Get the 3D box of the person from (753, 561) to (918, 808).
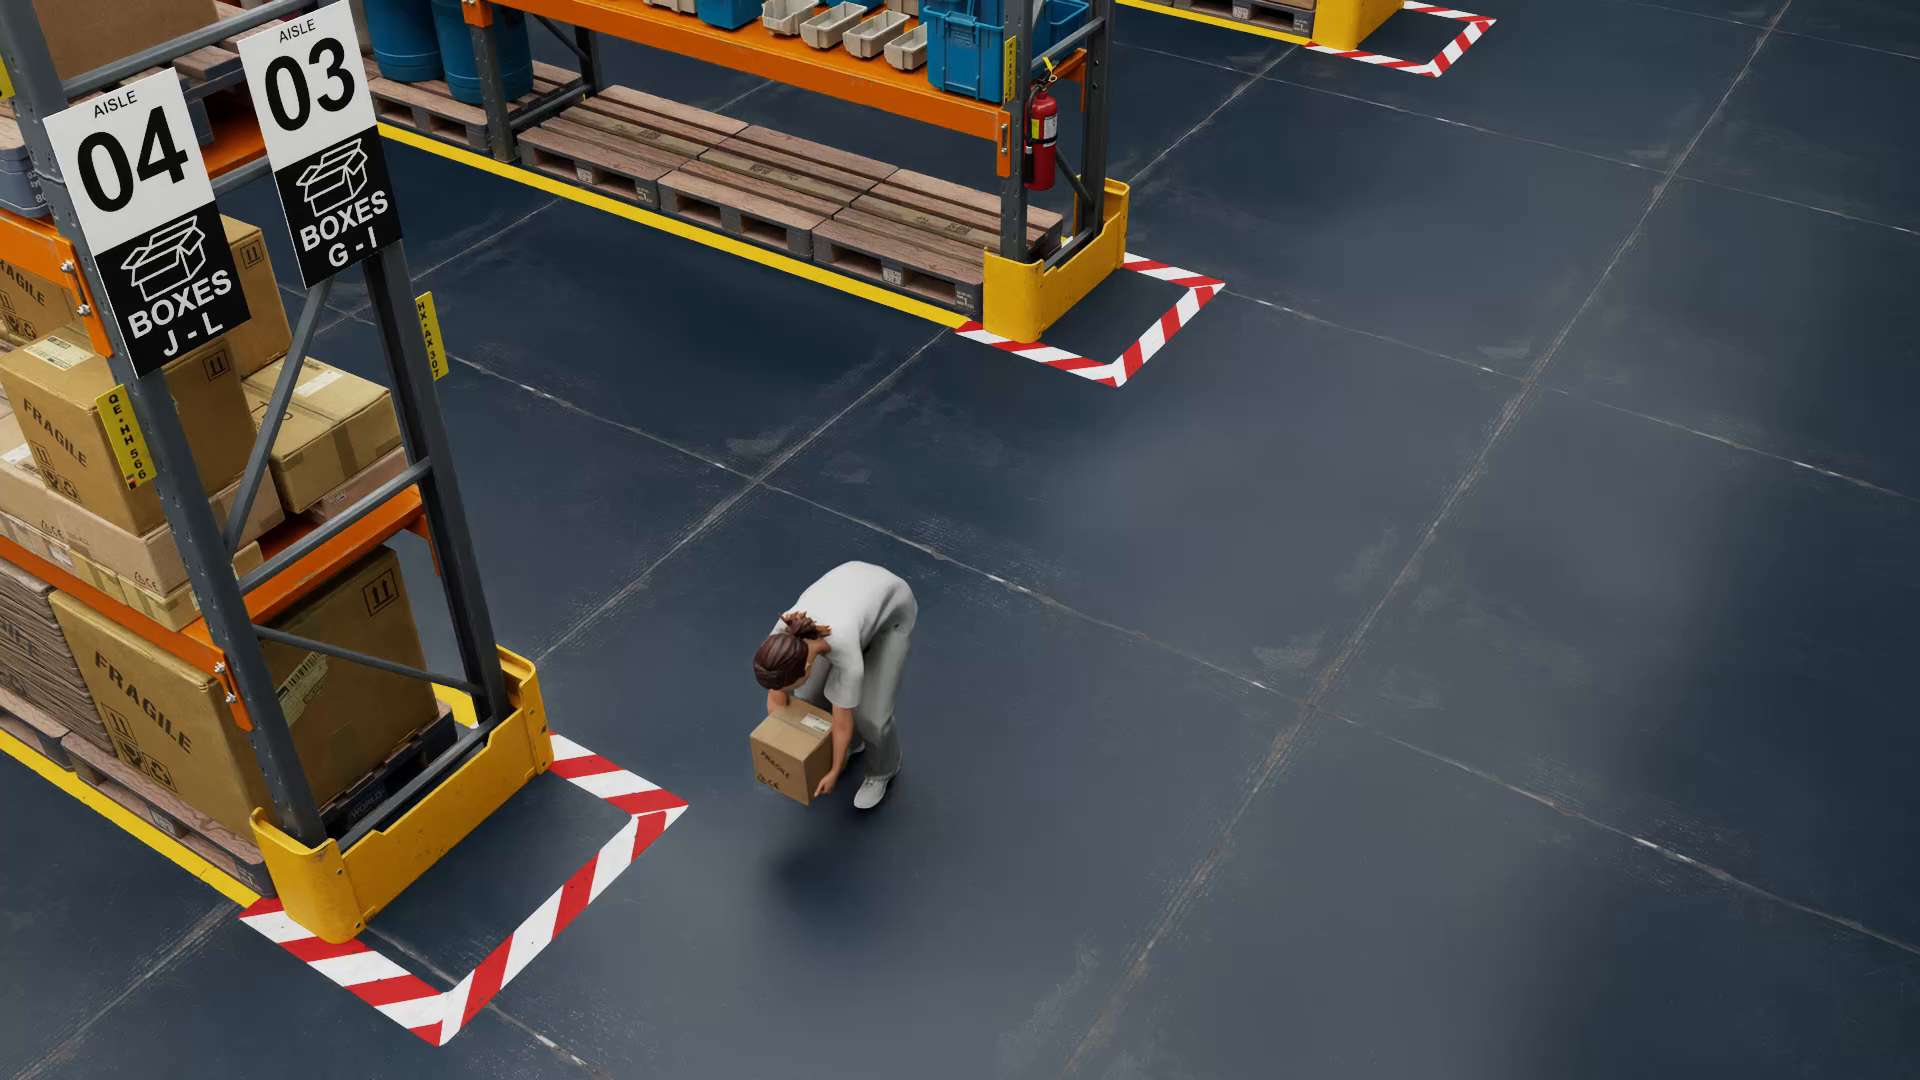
[{"bbox_3d":[-0.485,0.605,6.371,0.439,1.116,0.854,20,43,23],"label":"person"}]
